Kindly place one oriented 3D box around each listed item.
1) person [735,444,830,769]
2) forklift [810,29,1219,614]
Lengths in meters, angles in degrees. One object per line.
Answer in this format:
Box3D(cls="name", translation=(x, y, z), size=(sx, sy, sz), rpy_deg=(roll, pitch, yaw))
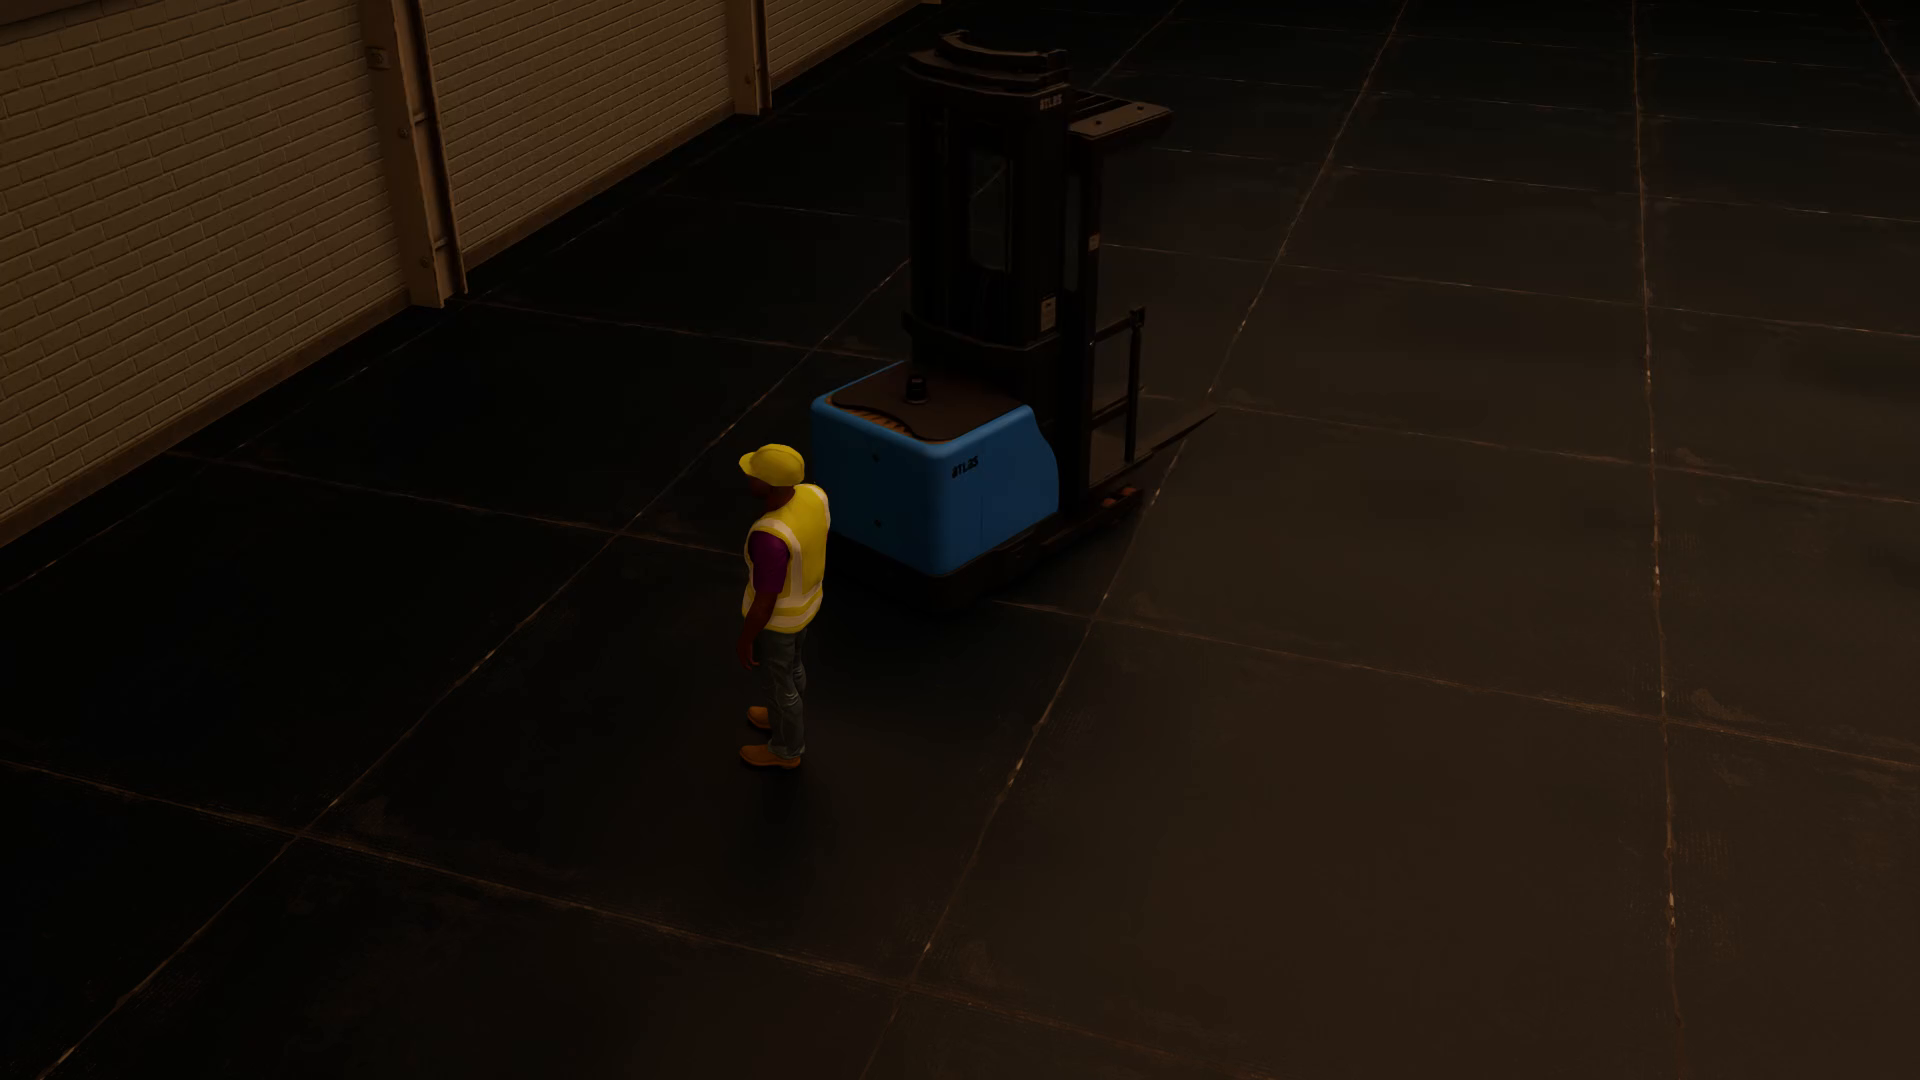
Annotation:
Box3D(cls="person", translation=(-0.902, 0.307, 7.759), size=(0.578, 1.765, 0.666), rpy_deg=(10, 31, 18))
Box3D(cls="forklift", translation=(0.496, -1.514, 9.792), size=(1.130, 2.935, 3.031), rpy_deg=(24, 37, 35))
